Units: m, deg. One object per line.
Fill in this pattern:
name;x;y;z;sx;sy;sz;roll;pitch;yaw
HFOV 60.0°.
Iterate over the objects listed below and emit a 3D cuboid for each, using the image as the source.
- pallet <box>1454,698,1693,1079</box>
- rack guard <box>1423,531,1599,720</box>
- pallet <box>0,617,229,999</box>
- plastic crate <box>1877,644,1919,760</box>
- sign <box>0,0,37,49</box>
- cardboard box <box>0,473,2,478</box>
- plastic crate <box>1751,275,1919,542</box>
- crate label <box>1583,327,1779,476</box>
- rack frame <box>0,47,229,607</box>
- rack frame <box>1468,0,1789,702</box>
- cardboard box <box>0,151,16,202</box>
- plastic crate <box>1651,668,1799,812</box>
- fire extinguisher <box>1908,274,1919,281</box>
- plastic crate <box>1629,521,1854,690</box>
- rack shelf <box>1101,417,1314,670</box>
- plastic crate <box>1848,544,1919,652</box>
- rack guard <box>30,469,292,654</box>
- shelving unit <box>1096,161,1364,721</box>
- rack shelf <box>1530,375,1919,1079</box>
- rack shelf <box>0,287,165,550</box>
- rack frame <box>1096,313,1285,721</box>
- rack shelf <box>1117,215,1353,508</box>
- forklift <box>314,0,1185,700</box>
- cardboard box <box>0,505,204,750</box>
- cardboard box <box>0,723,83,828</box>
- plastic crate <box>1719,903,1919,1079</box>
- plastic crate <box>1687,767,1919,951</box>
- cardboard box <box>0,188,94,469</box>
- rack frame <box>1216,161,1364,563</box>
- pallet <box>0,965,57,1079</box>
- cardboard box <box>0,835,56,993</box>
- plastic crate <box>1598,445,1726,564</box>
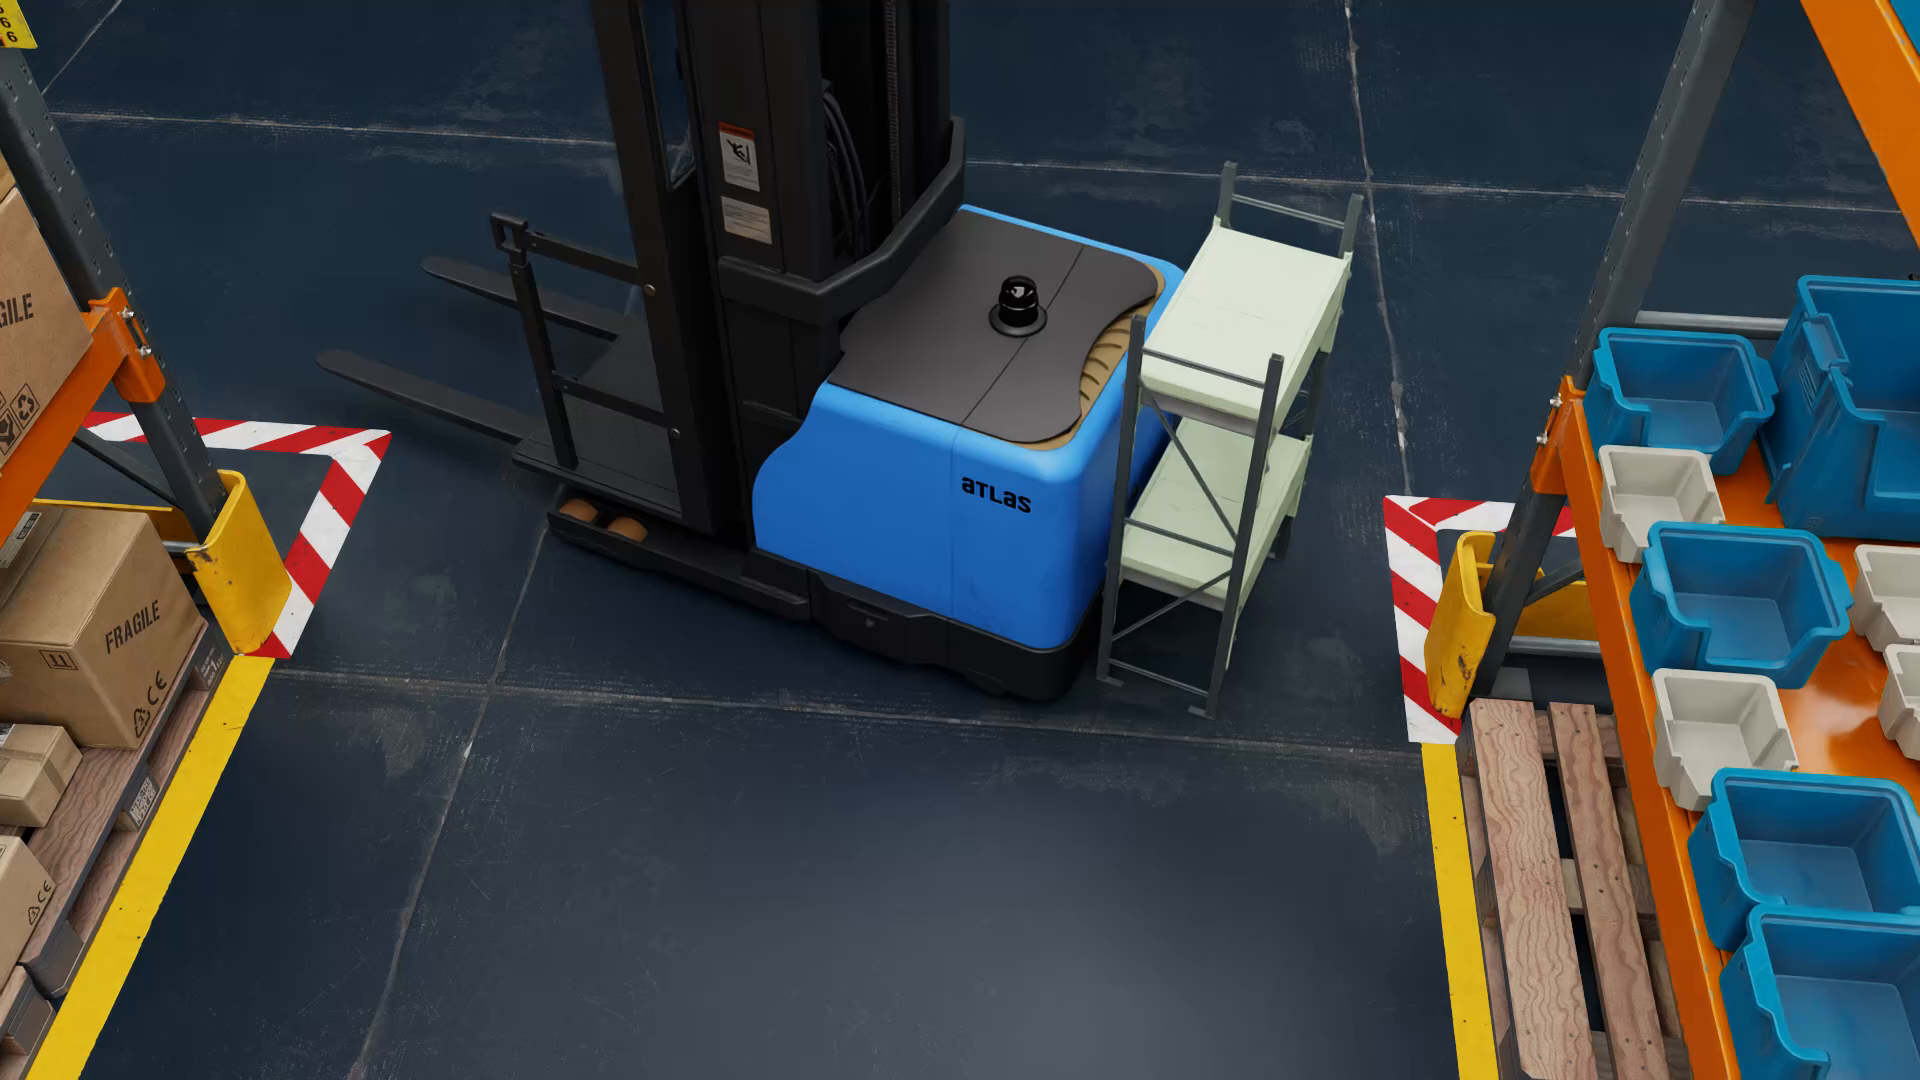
pallet;1.983;1.021;4.673;1.003;0.211;1.213;4;48;4
rack guard;2.086;0.302;5.135;1.175;0.500;0.348;4;48;4
pallet;-2.914;0.724;4.945;1.003;0.211;1.213;4;48;4
plastic crate;2.162;0.369;3.518;0.396;0.136;0.243;4;48;4
sign;-2.285;-1.304;3.911;0.100;0.325;0.005;4;48;4
cardboard box;-2.649;-0.164;3.799;0.500;0.500;0.500;4;48;4
plastic crate;2.252;-0.297;3.924;0.616;0.435;0.499;4;48;4
crate label;1.747;-0.328;4.090;0.416;0.233;0.303;4;48;4
rack frame;-2.835;-0.859;4.503;1.000;3.000;0.127;4;48;4
rack frame;2.097;-0.523;4.196;1.000;3.000;0.127;4;48;4
cardboard box;-2.602;-0.885;3.781;0.500;0.500;0.500;3;48;3
plastic crate;1.573;0.434;3.459;0.250;0.136;0.298;4;48;4
fire extinguisher;2.563;-0.451;4.435;0.296;0.674;0.183;4;48;4
plastic crate;1.687;0.156;3.647;0.416;0.233;0.300;4;48;4
rack shelf;0.776;-0.030;5.203;0.431;0.370;0.720;19;50;16
plastic crate;2.203;0.157;3.712;0.396;0.136;0.243;4;48;4
rack guard;-2.842;0.040;5.374;1.175;0.500;0.348;4;48;4
shelving unit;0.776;-0.250;4.963;0.431;1.500;0.755;19;50;16
rack shelf;1.915;1.189;3.117;1.077;0.370;4.000;4;48;4
rack shelf;-3.018;0.853;3.424;1.077;0.370;4.000;4;48;4
rack frame;0.623;-0.005;4.738;0.400;1.500;0.023;19;50;16
rack shelf;0.776;-0.514;4.675;0.431;0.370;0.720;19;50;16
forklift;-0.840;-1.240;4.898;3.031;2.935;1.130;19;50;17
cardboard box;-2.640;0.252;4.882;0.500;0.500;0.500;4;48;4
cardboard box;-2.766;0.656;4.739;0.380;0.166;0.250;4;48;4
plastic crate;1.599;0.861;3.003;0.416;0.233;0.300;4;48;4
plastic crate;1.627;0.640;3.205;0.416;0.233;0.300;4;48;4
cardboard box;-2.605;-0.545;4.148;0.500;0.500;0.500;5;48;5
rack frame;0.929;-0.496;5.187;0.400;1.500;0.023;19;50;16
pallet;-3.028;1.618;4.127;1.003;0.211;1.213;4;48;4
cardboard box;-2.756;1.033;4.338;0.500;0.250;0.500;4;48;4
plastic crate;1.635;-0.065;3.915;0.250;0.136;0.298;4;48;4
